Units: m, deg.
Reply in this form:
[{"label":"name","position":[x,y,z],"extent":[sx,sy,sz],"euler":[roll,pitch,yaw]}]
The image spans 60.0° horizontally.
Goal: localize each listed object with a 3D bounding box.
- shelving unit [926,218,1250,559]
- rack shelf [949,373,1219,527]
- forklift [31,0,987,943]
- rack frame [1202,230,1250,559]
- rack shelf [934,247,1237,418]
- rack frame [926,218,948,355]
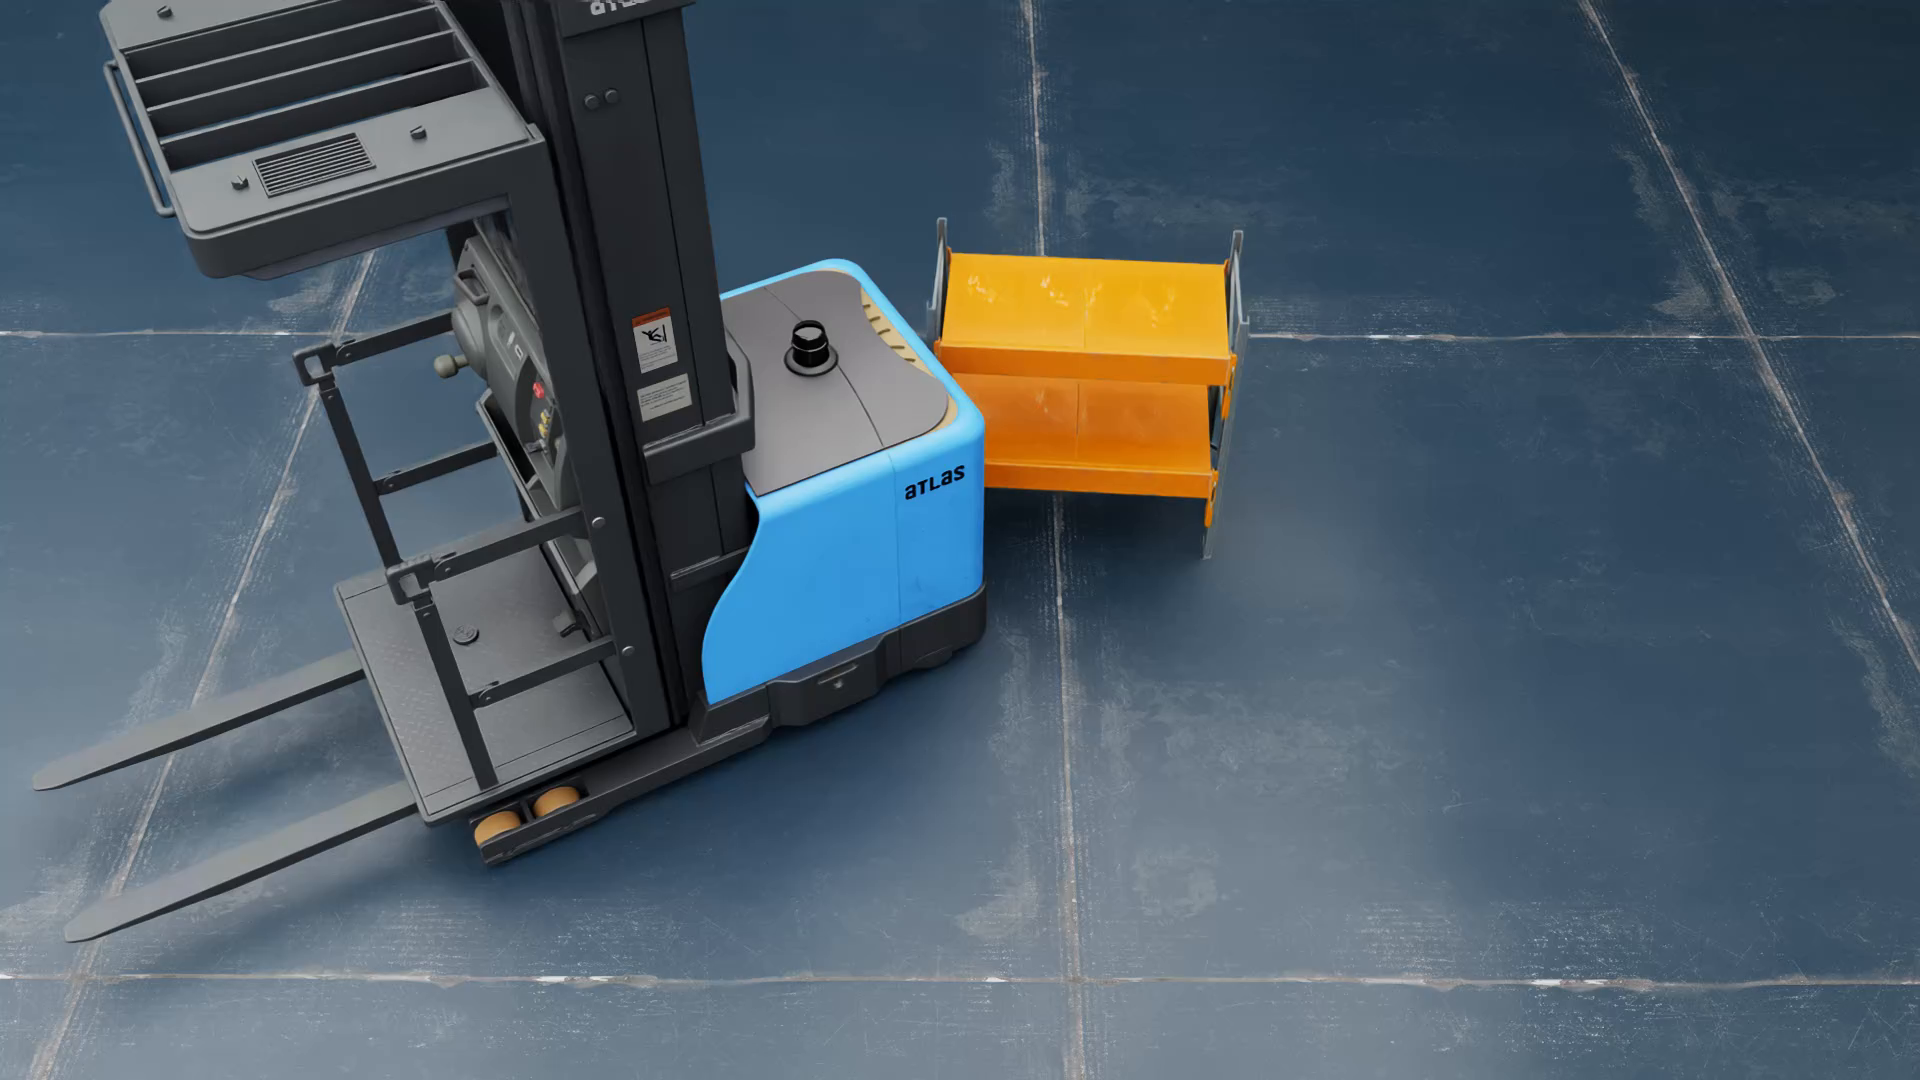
[{"label":"shelving unit","position":[0.430,-0.523,5.968],"extent":[1.048,1.125,0.538],"euler":[3,47,3]},{"label":"rack shelf","position":[0.430,-0.356,6.147],"extent":[1.000,0.278,0.538],"euler":[3,47,3]},{"label":"forklift","position":[-1.447,-0.423,4.641],"extent":[3.031,2.935,1.130],"euler":[-22,51,-19]},{"label":"rack frame","position":[0.937,-0.497,5.944],"extent":[0.032,1.125,0.500],"euler":[3,47,3]},{"label":"rack shelf","position":[0.430,-0.722,5.754],"extent":[1.000,0.278,0.538],"euler":[3,47,3]},{"label":"rack frame","position":[-0.078,-0.549,5.992],"extent":[0.032,1.125,0.500],"euler":[3,47,3]}]
